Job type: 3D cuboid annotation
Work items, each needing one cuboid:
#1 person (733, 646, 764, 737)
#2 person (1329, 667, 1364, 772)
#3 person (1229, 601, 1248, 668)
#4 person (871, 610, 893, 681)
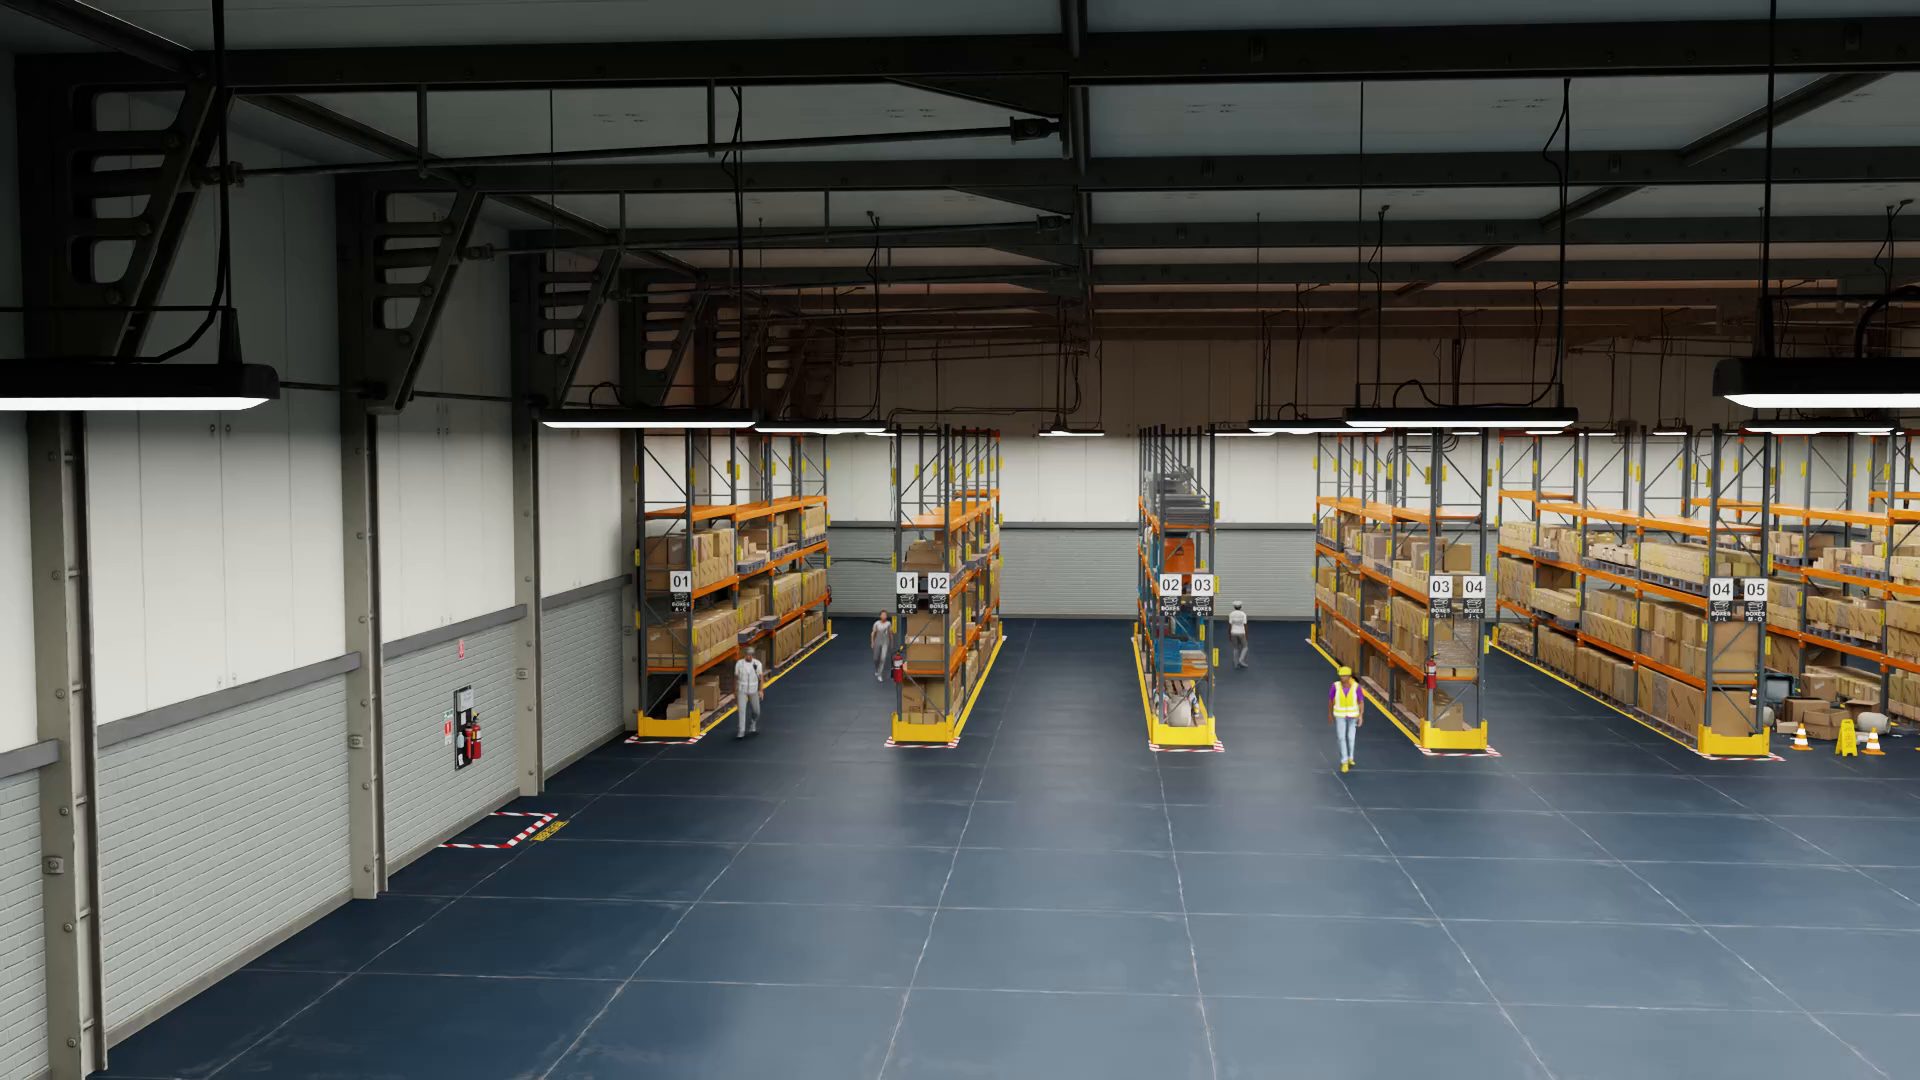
[{"bbox_3d":[-4.093,2.899,32.133,0.579,1.724,0.789,-1,4,-13],"label":"person"},{"bbox_3d":[6.714,3.101,28.881,0.595,1.792,0.774,1,4,10],"label":"person"},{"bbox_3d":[6.946,2.369,41.462,0.513,1.673,0.495,1,4,17],"label":"person"},{"bbox_3d":[-1.855,2.503,39.682,0.521,1.674,0.763,0,3,-1],"label":"person"}]
